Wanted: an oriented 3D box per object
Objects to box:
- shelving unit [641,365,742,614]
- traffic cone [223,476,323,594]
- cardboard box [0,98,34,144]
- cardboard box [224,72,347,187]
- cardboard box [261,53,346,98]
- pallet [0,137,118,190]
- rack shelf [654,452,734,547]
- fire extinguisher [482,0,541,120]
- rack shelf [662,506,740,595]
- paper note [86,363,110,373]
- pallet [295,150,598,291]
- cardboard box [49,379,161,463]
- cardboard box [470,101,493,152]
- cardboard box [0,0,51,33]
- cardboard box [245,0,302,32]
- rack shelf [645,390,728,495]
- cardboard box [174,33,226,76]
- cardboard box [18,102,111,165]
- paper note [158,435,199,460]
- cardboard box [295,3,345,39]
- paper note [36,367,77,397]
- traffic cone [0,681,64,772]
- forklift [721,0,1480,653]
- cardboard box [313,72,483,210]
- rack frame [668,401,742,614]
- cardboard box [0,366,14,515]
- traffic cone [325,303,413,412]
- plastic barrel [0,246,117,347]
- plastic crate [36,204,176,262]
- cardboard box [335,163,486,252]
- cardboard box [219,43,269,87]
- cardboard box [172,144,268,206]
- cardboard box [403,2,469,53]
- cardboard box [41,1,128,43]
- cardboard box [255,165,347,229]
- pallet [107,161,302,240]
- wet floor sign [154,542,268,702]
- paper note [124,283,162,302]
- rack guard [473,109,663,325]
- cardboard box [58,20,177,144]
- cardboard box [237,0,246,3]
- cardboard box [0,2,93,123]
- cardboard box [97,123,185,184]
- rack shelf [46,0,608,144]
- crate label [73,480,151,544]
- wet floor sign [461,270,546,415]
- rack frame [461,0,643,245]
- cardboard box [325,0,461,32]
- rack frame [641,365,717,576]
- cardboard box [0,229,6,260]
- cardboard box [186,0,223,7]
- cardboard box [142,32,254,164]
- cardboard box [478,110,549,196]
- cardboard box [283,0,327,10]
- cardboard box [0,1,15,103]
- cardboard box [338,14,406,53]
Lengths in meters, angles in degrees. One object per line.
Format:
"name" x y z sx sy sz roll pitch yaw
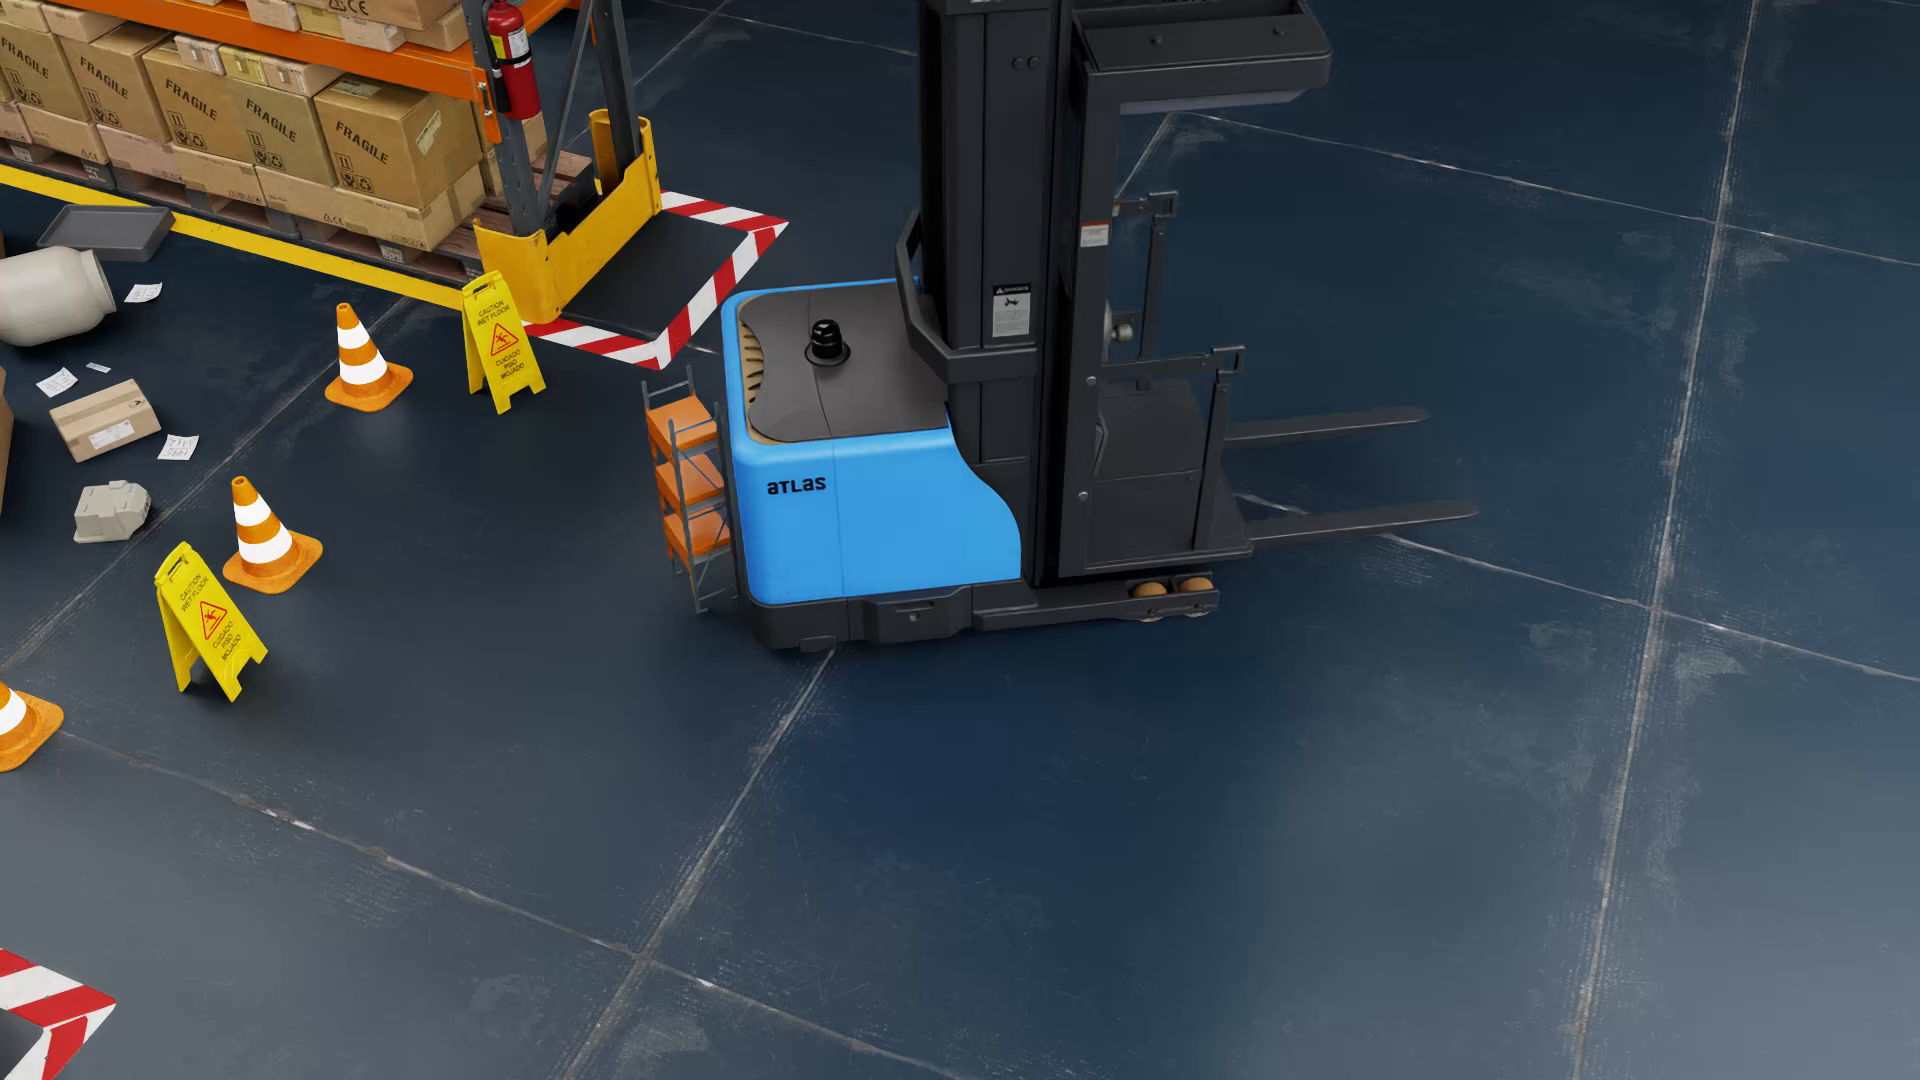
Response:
"shelving unit" -1.043 -0.179 6.521 0.215 1.050 0.252 -23 50 -22
"traffic cone" -2.889 -0.074 6.836 0.334 0.463 0.336 16 47 16
"cardboard box" -5.133 -2.436 9.062 0.500 0.250 0.500 14 47 14
"cardboard box" -3.204 -2.139 8.232 0.500 0.500 0.500 18 48 17
"cardboard box" -3.086 -2.285 7.919 0.250 0.149 0.380 18 48 17
"pallet" -4.940 -2.450 9.402 1.213 0.211 1.003 16 47 16
"rack shelf" -1.043 -0.172 6.529 0.215 0.259 0.240 -23 50 -22
"fire extinguisher" -1.953 -2.153 7.181 0.183 0.674 0.296 16 47 16
"rack shelf" -1.047 0.023 6.727 0.215 0.259 0.240 -23 50 -22
"paper note" -4.097 -0.820 7.906 0.123 0.001 0.032 16 47 16
"pallet" -2.688 -1.787 8.736 1.213 0.211 1.003 16 47 16
"cardboard box" -3.868 -0.542 7.528 0.380 0.149 0.250 -28 51 -25
"cardboard box" -2.542 -2.357 8.451 0.500 0.500 0.500 15 47 15
"cardboard box" -4.565 -2.720 8.357 0.250 0.149 0.380 18 48 17
"cardboard box" -3.063 -2.515 7.668 0.250 0.149 0.380 17 47 17
"rack shelf" -1.040 -0.371 6.326 0.215 0.259 0.240 -23 50 -22
"cardboard box" -3.559 -2.428 8.063 0.250 0.149 0.380 18 48 18
"cardboard box" -4.636 -2.298 8.924 0.500 0.250 0.500 19 48 18
"paper note" -3.520 -0.420 7.489 0.142 0.019 0.148 2 45 2
"cardboard box" -2.814 -2.465 7.618 0.250 0.149 0.380 16 47 15
"paper note" -4.246 -0.744 7.823 0.142 0.019 0.148 33 54 29
"traffic cone" -3.637 0.569 6.189 0.334 0.463 0.336 16 47 16
"forklift" 0.608 -1.072 6.088 3.031 2.935 1.130 -6 45 -6
"cardboard box" -2.721 -1.999 8.092 0.500 0.500 0.500 17 47 16
"rack frame" -0.981 -0.104 6.448 0.200 1.050 0.008 -23 50 -22
"cardboard box" -4.477 -0.456 7.190 0.637 0.503 0.797 -12 46 -12
"traffic cone" -2.775 -0.889 7.655 0.334 0.463 0.336 16 47 16
"plastic barrel" -4.371 -1.174 7.968 0.512 0.421 0.421 -20 48 -19
"plastic crate" -4.440 -1.603 8.643 0.583 0.080 0.402 2 45 2
"cardboard box" -2.753 -1.737 8.359 0.500 0.250 0.500 16 47 16
"cardboard box" -3.317 -2.356 7.990 0.250 0.149 0.380 17 47 16
"cardboard box" -3.691 -2.014 8.639 0.500 0.250 0.500 15 47 14
"cardboard box" -2.309 -2.385 7.537 0.250 0.149 0.380 18 48 17
"cardboard box" -4.316 -2.649 8.285 0.250 0.149 0.380 19 48 18
"cardboard box" -3.206 -1.876 8.499 0.500 0.250 0.500 17 47 16
"pallet" -3.810 -2.120 9.070 1.213 0.211 1.003 16 47 16
"wet floor sign" -2.905 0.292 6.338 0.232 0.644 0.267 9 46 9
"paper note" -4.082 -1.239 8.313 0.148 0.019 0.142 2 45 2
"rack guard" -1.952 -1.646 8.389 0.348 0.500 1.175 16 47 16
"cardboard box" -4.156 -2.422 8.517 0.500 0.500 0.500 19 48 18
"cardboard box" -3.245 -2.676 7.830 0.250 0.149 0.380 17 47 16
"cardboard box" -4.634 -2.564 8.659 0.500 0.500 0.500 18 48 17
"cardboard box" -4.145 -2.156 8.781 0.500 0.250 0.500 16 47 15
"rack shelf" -3.727 -2.800 8.286 4.000 0.370 1.077 16 47 16
"crate label" -3.638 -0.132 7.125 0.298 0.136 0.250 -5 45 -5
"wet floor sign" -2.118 -0.929 7.565 0.232 0.644 0.267 33 54 29
"rack frame" -1.881 -2.512 7.487 0.127 3.000 1.000 16 47 16
"cardboard box" -2.488 -2.621 7.314 0.500 0.500 0.500 16 47 15
"rack frame" -1.106 -0.254 6.594 0.200 1.050 0.008 -23 50 -22
"cardboard box" -5.108 -1.536 8.276 0.500 0.500 0.500 -20 48 -19
"cardboard box" -3.516 -2.687 7.841 0.250 0.149 0.380 16 47 15
"cardboard box" -3.667 -2.281 8.374 0.500 0.500 0.500 15 47 15
"cardboard box" -2.519 -2.085 8.709 0.500 0.250 0.500 16 47 16
"cardboard box" -2.949 -2.760 7.454 0.500 0.500 0.500 17 47 16
"cardboard box" -5.133 -2.702 8.798 0.500 0.500 0.500 19 48 18
"cardboard box" -2.585 -2.381 7.534 0.250 0.149 0.380 16 47 15
